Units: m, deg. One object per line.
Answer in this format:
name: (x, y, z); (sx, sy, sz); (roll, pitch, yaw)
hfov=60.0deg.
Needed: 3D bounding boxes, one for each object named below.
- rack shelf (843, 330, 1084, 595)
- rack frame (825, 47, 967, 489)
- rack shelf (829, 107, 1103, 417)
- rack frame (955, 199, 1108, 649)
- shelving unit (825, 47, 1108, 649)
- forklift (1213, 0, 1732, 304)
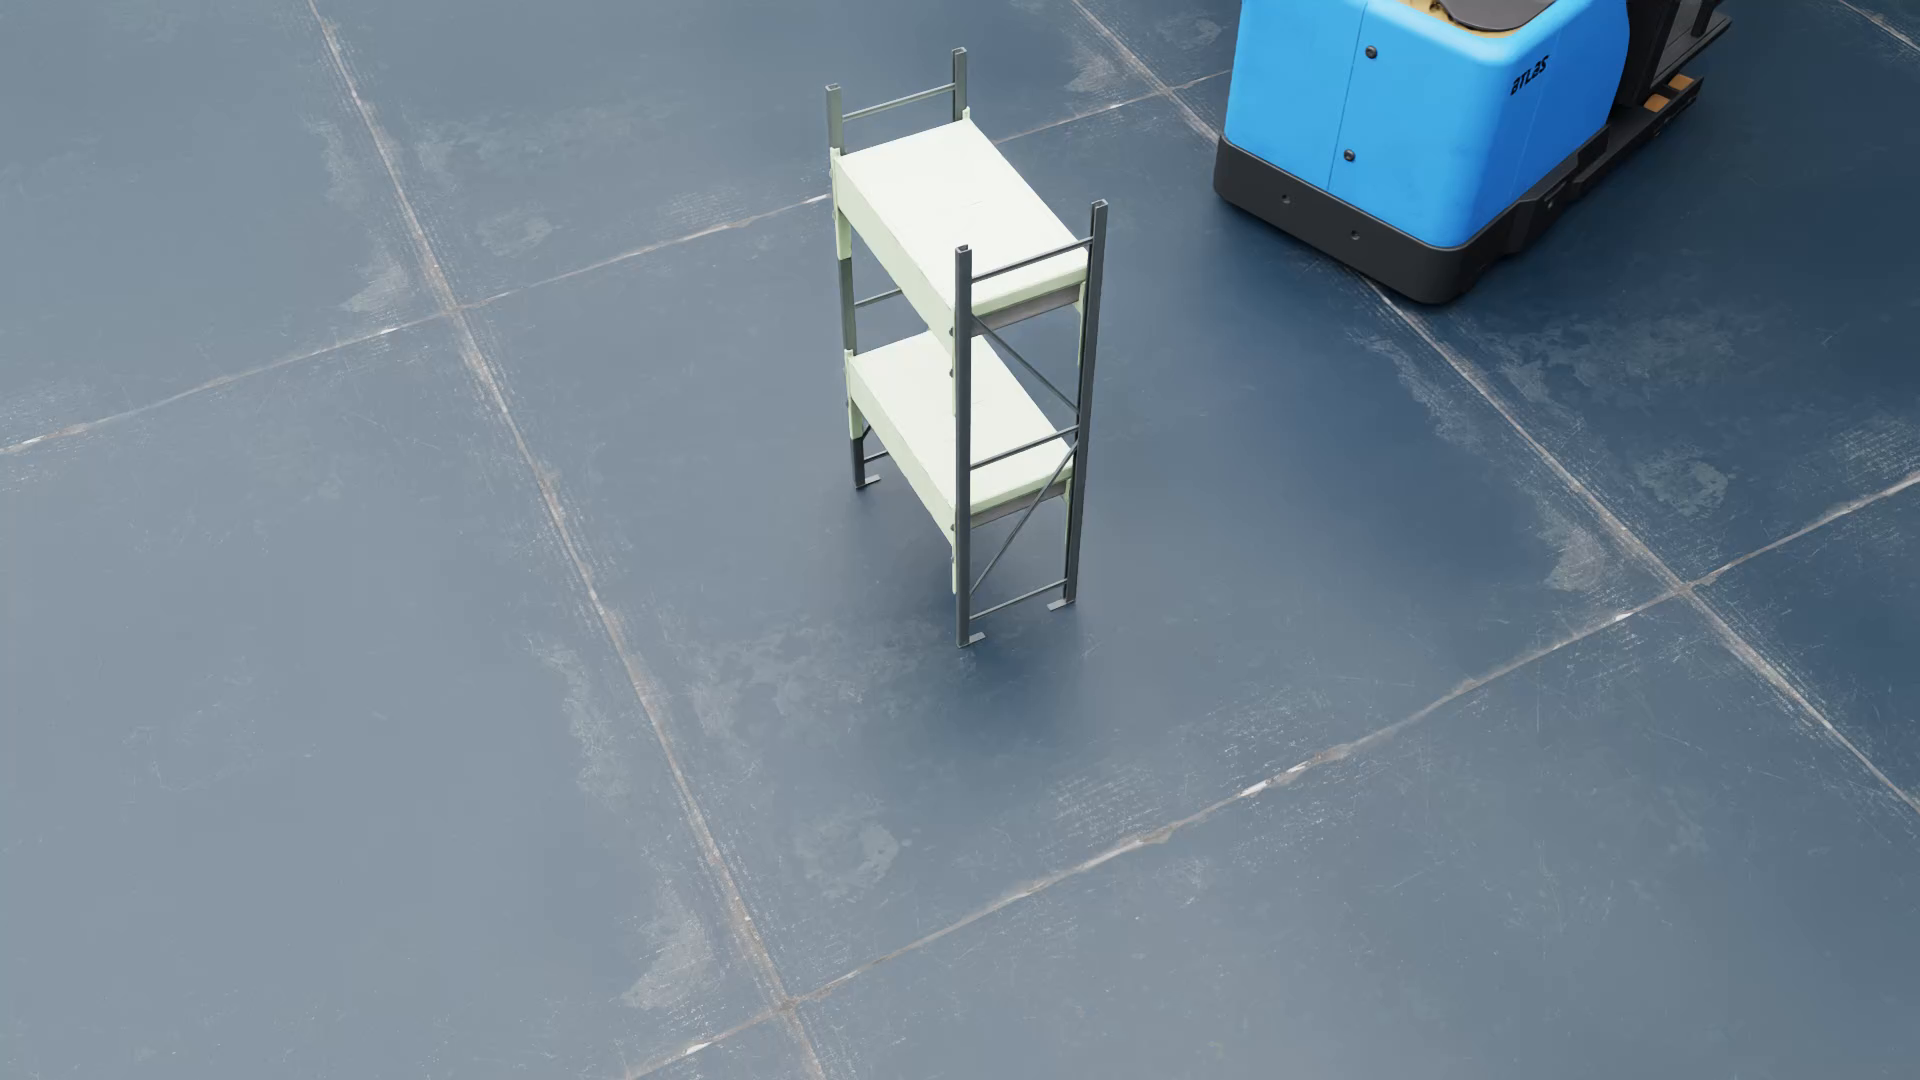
rack shelf: (0.003, -0.275, 4.927); (0.431, 0.370, 0.720); (-21, 52, -18)
rack frame: (-0.164, -0.734, 4.896); (0.400, 1.500, 0.023); (-21, 52, -18)
rack shelf: (0.003, -0.746, 4.388); (0.431, 0.370, 0.720); (-21, 52, -18)
rack frame: (0.171, -0.244, 4.467); (0.400, 1.500, 0.023); (-21, 52, -18)
shelving unit: (0.003, -0.489, 4.682); (0.431, 1.500, 0.755); (-21, 52, -18)
forklift: (2.343, -2.817, 5.766); (1.130, 2.935, 3.031); (36, 58, 27)
